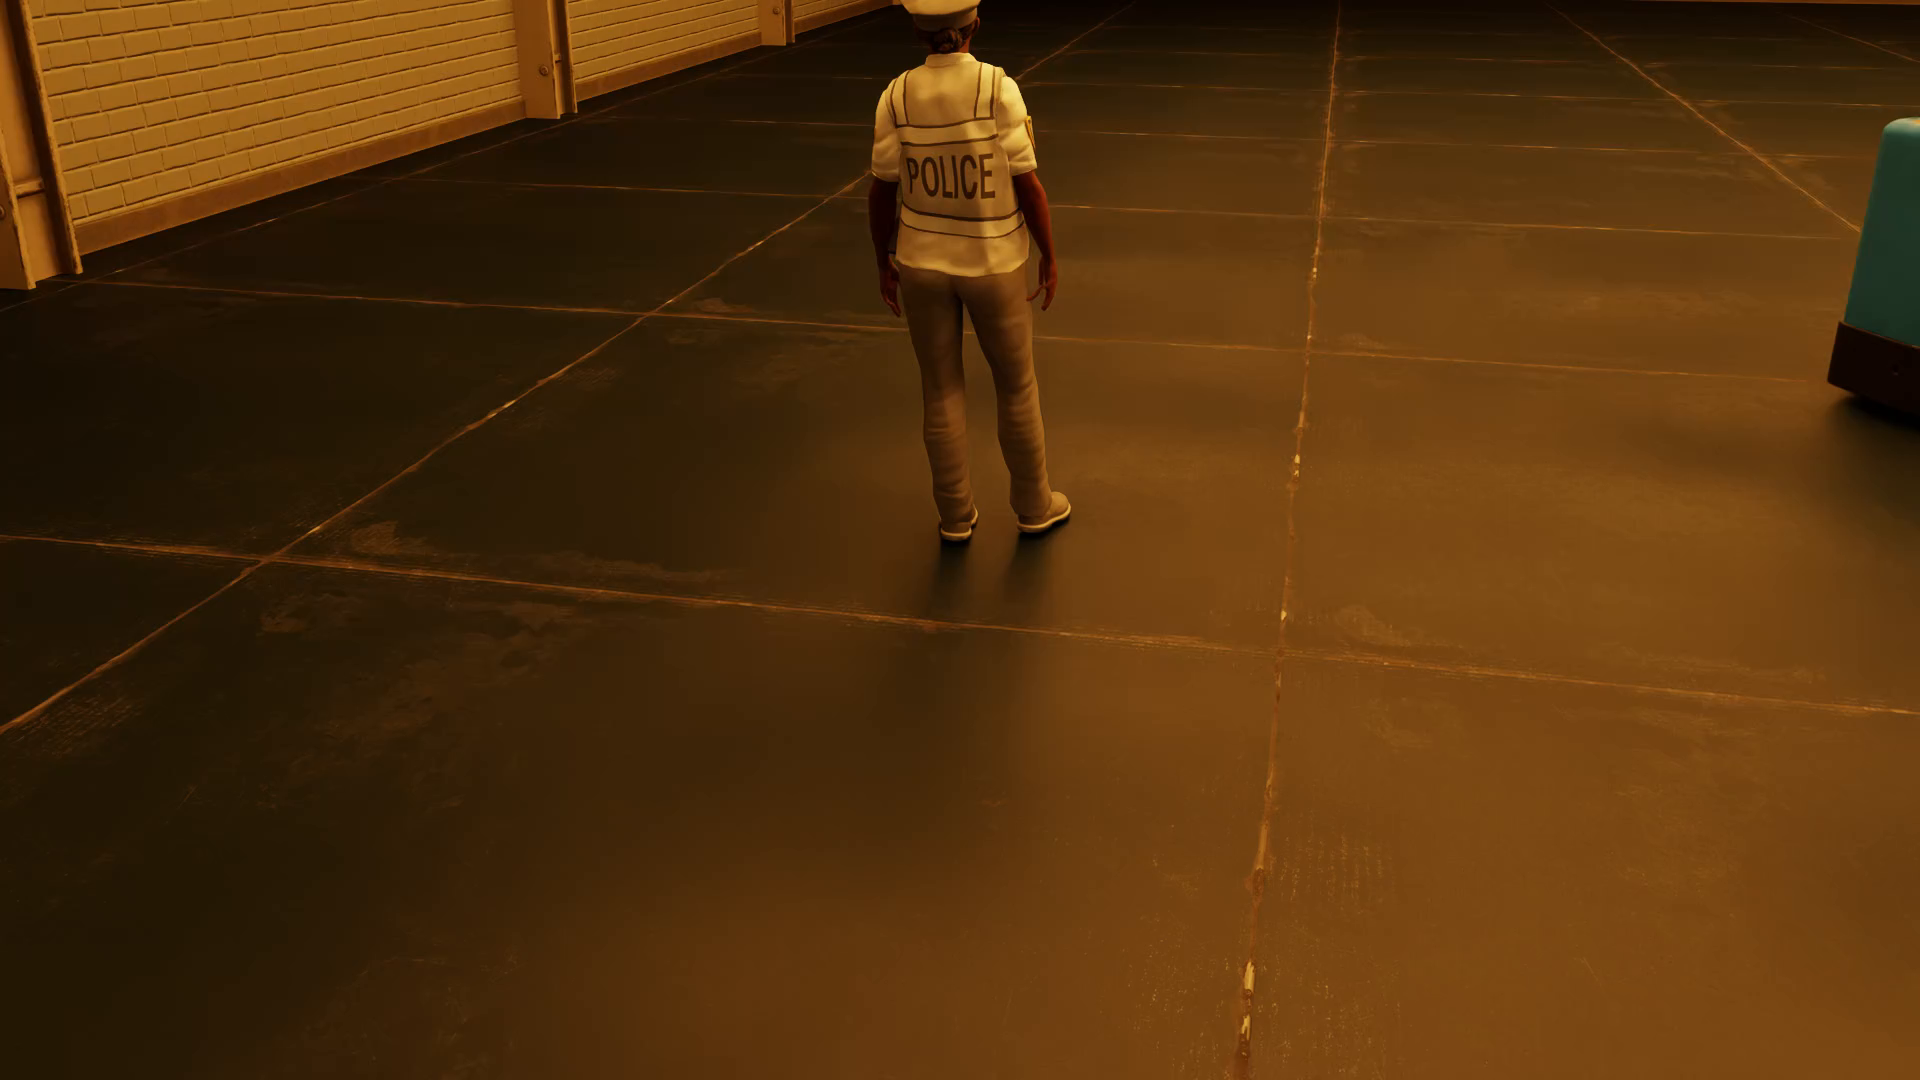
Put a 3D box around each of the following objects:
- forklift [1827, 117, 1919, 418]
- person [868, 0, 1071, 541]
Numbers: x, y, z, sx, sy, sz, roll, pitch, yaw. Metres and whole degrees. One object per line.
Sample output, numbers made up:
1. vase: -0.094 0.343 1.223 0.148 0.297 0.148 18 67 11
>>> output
1. forklift: 4.946 -1.890 5.903 3.031 2.935 1.130 -6 23 -15
2. person: 0.046 -0.816 4.887 0.548 1.695 0.530 5 23 11
